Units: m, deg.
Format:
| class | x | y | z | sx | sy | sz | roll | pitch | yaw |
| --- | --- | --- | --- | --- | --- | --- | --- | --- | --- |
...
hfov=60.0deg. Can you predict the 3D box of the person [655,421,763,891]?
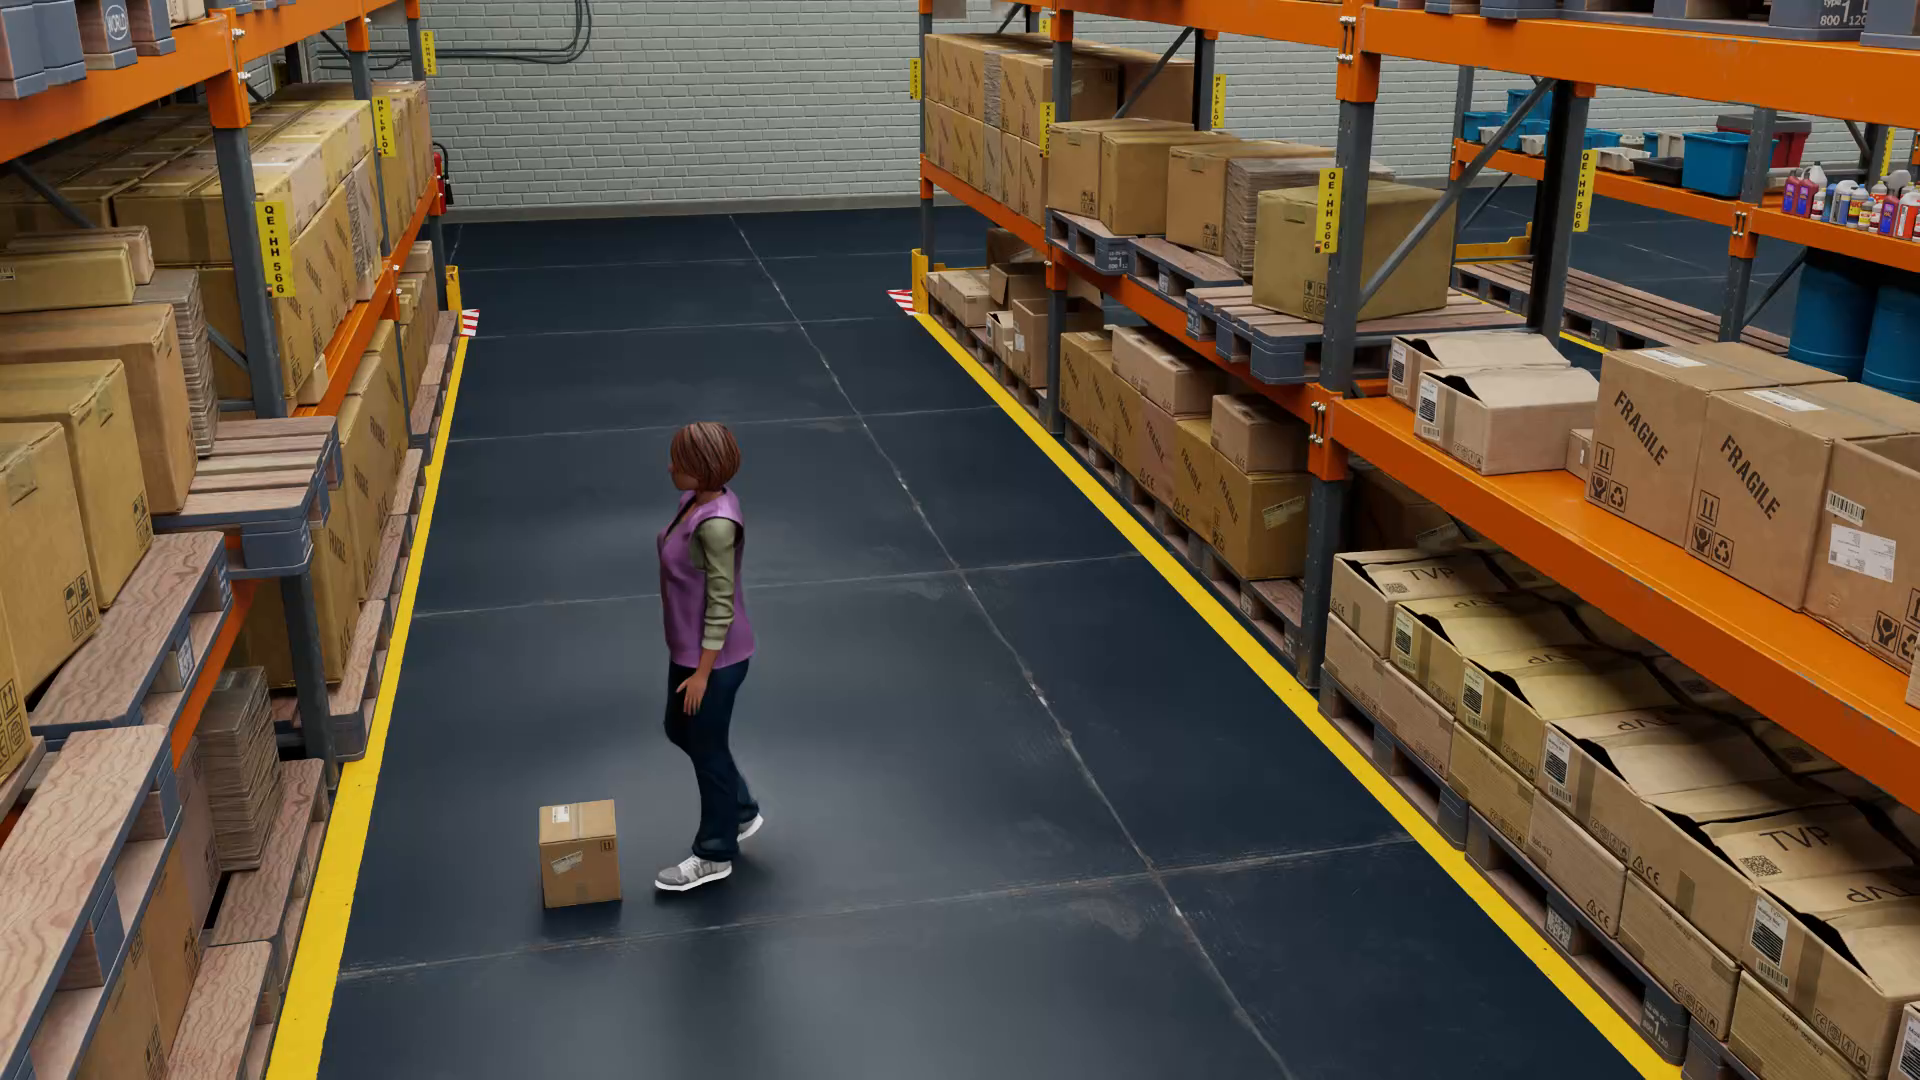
| class | x | y | z | sx | sy | sz | roll | pitch | yaw |
| --- | --- | --- | --- | --- | --- | --- | --- | --- | --- |
| person | -0.859 | 0.402 | 5.481 | 0.412 | 1.649 | 0.458 | -6 | 21 | -17 |
